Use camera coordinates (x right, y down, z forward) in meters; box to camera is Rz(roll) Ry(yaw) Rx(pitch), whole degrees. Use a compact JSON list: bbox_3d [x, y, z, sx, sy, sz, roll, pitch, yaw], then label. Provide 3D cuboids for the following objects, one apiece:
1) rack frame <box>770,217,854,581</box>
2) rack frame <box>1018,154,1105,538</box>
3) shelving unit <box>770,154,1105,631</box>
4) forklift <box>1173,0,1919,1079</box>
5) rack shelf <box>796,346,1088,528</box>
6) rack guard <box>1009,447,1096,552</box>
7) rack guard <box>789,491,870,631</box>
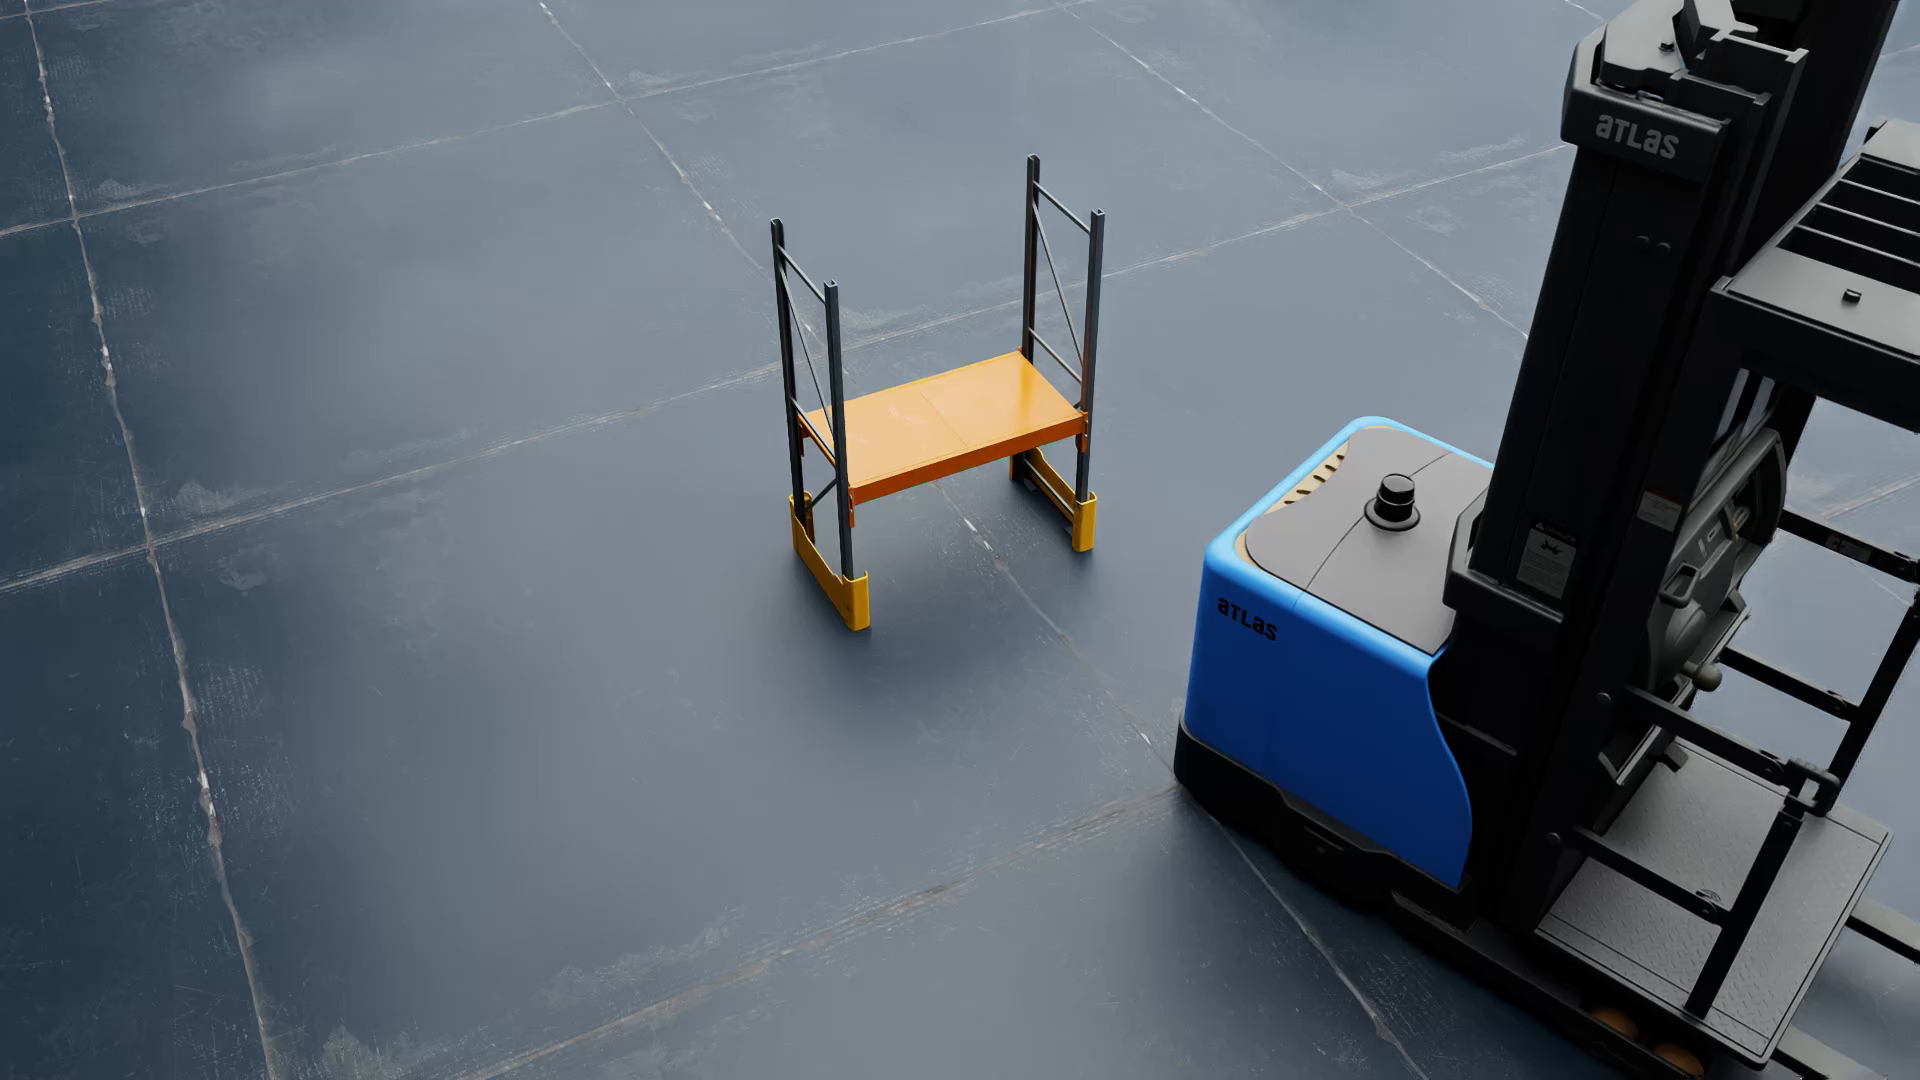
[{"bbox_3d":[-0.527,-0.395,6.056,0.032,1.500,0.500,-19,44,-21],"label":"rack frame"},{"bbox_3d":[0.375,-0.699,6.415,0.032,1.500,0.500,-19,44,-21],"label":"rack frame"},{"bbox_3d":[-0.068,-0.550,6.239,1.083,1.500,0.587,-19,44,-21],"label":"shelving unit"},{"bbox_3d":[2.176,0.117,4.343,3.031,2.935,1.130,29,48,30],"label":"forklift"},{"bbox_3d":[-0.076,-0.410,6.352,1.000,0.185,0.538,-19,44,-21],"label":"rack shelf"},{"bbox_3d":[0.374,-0.221,6.818,0.087,0.250,0.587,-19,44,-21],"label":"rack guard"},{"bbox_3d":[-0.509,0.076,6.467,0.087,0.250,0.587,-19,44,-21],"label":"rack guard"}]
